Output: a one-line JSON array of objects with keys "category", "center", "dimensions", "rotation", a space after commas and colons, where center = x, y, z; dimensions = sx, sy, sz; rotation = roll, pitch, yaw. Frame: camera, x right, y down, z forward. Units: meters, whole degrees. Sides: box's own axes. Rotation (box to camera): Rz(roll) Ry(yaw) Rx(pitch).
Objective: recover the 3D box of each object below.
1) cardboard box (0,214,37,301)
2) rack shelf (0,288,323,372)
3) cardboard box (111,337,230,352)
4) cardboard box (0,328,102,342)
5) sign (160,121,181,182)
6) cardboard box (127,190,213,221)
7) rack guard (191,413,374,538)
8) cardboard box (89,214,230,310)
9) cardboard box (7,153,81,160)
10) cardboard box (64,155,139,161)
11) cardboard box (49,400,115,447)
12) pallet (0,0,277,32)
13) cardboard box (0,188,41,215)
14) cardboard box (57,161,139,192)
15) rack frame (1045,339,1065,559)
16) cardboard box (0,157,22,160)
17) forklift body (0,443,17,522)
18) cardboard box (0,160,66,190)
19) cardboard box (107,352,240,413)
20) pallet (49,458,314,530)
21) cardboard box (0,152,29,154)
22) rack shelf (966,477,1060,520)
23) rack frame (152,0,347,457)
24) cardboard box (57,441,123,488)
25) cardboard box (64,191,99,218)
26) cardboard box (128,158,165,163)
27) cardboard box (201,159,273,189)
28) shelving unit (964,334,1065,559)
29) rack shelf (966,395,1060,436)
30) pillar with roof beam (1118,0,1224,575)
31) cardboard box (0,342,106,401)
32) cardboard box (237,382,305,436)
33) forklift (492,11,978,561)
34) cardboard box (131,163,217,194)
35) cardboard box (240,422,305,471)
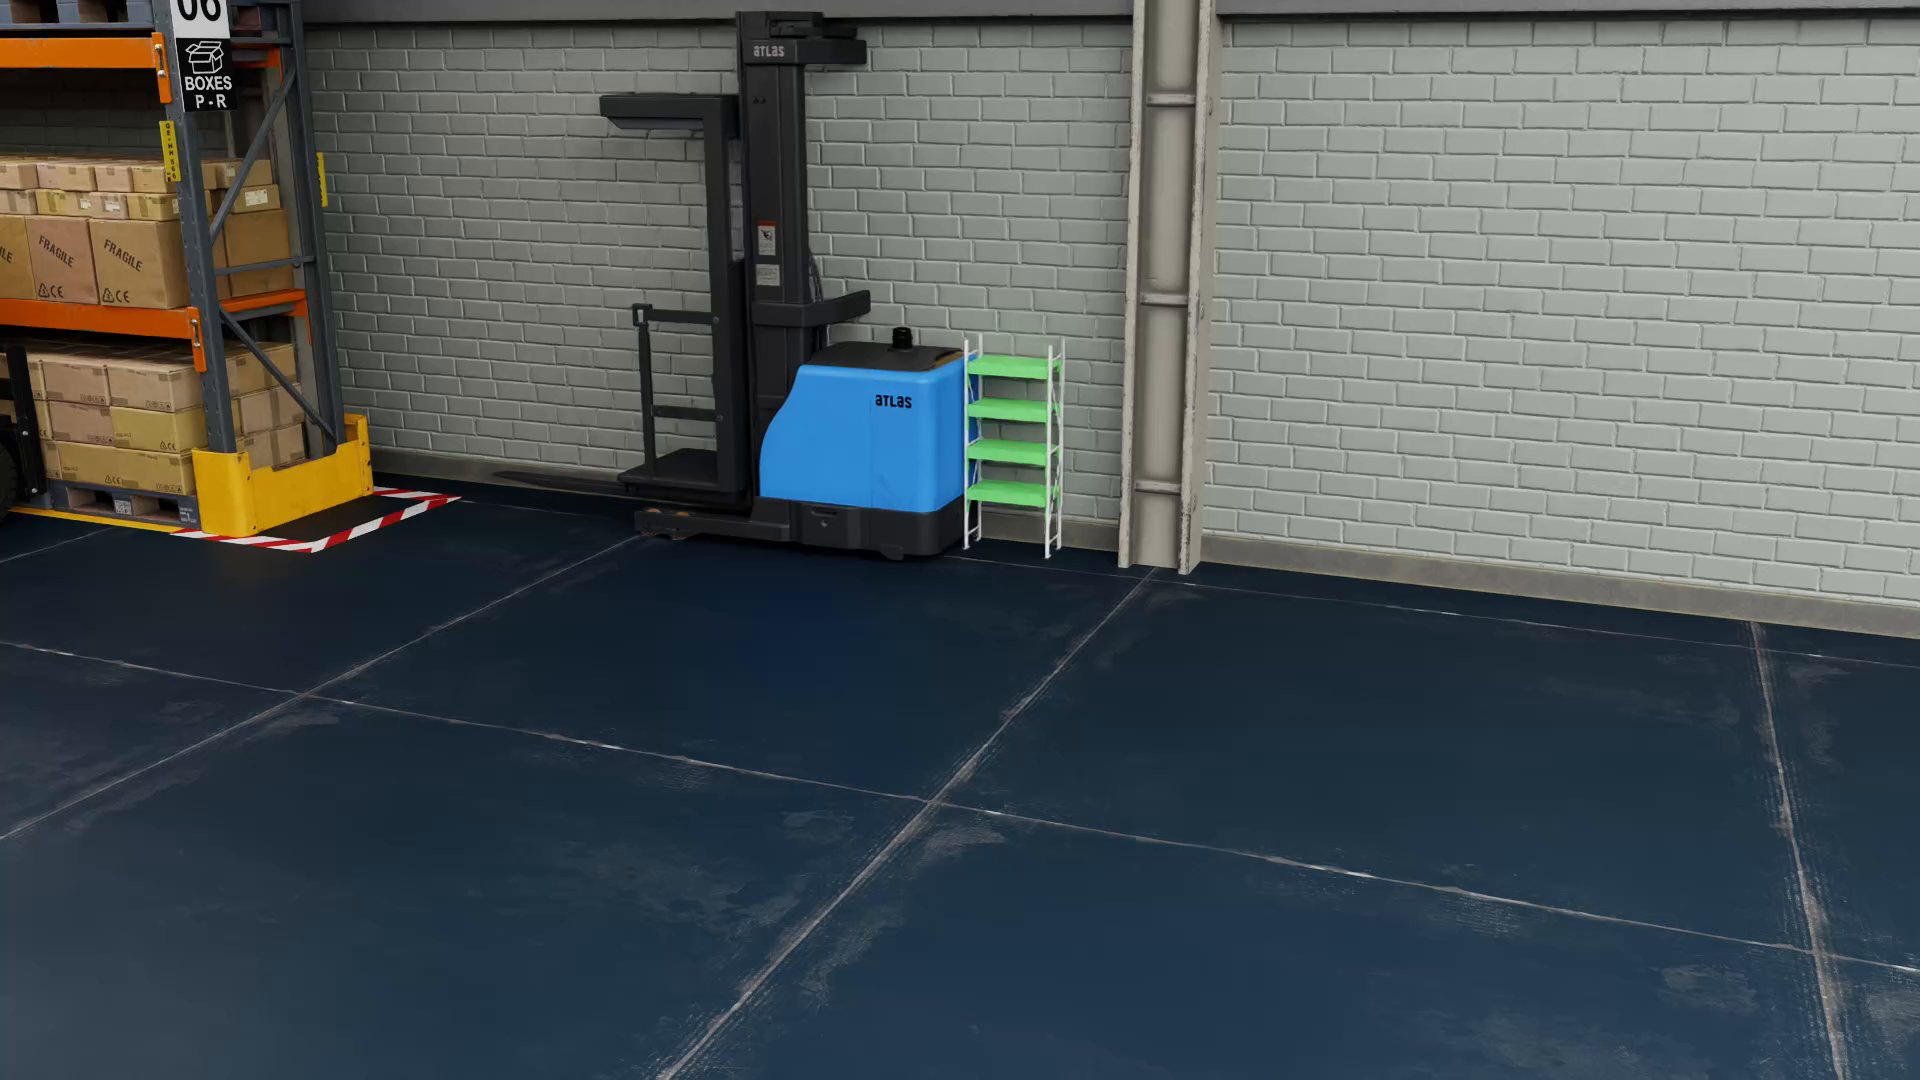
[{"category": "cardboard box", "center": [-5.666, -1.759, 10.174], "dimensions": [0.500, 0.500, 0.500], "rotation": [6, 17, 20]}, {"category": "rack shelf", "center": [-6.016, -1.480, 10.683], "dimensions": [4.000, 0.370, 1.077], "rotation": [6, 17, 21]}, {"category": "cardboard box", "center": [-5.000, -1.131, 10.574], "dimensions": [0.500, 0.250, 0.500], "rotation": [6, 17, 21]}, {"category": "cardboard box", "center": [-5.935, -1.239, 10.947], "dimensions": [0.500, 0.250, 0.500], "rotation": [6, 17, 20]}, {"category": "sign", "center": [-4.368, -2.152, 9.203], "dimensions": [0.005, 0.325, 0.100], "rotation": [6, 17, 21]}, {"category": "cardboard box", "center": [-4.581, -1.943, 9.645], "dimensions": [0.250, 0.149, 0.380], "rotation": [7, 17, 21]}, {"category": "rack guard", "center": [-4.134, -0.418, 10.218], "dimensions": [0.348, 0.500, 1.175], "rotation": [6, 17, 21]}, {"category": "cardboard box", "center": [-4.710, -1.651, 9.802], "dimensions": [0.500, 0.500, 0.500], "rotation": [6, 17, 19]}, {"category": "cardboard box", "center": [-5.818, -2.379, 10.611], "dimensions": [0.250, 0.149, 0.380], "rotation": [6, 17, 21]}, {"category": "cardboard box", "center": [-5.351, -2.322, 10.415], "dimensions": [0.250, 0.149, 0.380], "rotation": [7, 18, 22]}, {"category": "cardboard box", "center": [-5.186, -0.765, 10.211], "dimensions": [0.500, 0.250, 0.500], "rotation": [6, 17, 20]}, {"category": "pallet", "center": [-4.804, -3.098, 9.744], "dimensions": [1.213, 0.211, 1.003], "rotation": [6, 17, 21]}, {"category": "cardboard box", "center": [-5.541, -2.048, 10.004], "dimensions": [0.250, 0.149, 0.380], "rotation": [6, 17, 19]}, {"category": "cardboard box", "center": [-5.061, -2.142, 9.797], "dimensions": [0.250, 0.149, 0.380], "rotation": [7, 17, 22]}, {"category": "rack frame", "center": [0.529, -0.503, 9.255], "dimensions": [0.015, 1.200, 0.240], "rotation": [6, 17, 20]}, {"category": "cardboard box", "center": [-5.996, -2.261, 10.205], "dimensions": [0.250, 0.149, 0.380], "rotation": [7, 17, 21]}, {"category": "forklift body", "center": [-6.589, -0.934, 9.034], "dimensions": [1.214, 2.155, 2.313], "rotation": [6, 17, 21]}, {"category": "cardboard box", "center": [-5.548, -2.185, 9.944], "dimensions": [0.250, 0.149, 0.380], "rotation": [7, 18, 22]}, {"category": "cardboard box", "center": [-4.699, -0.949, 9.947], "dimensions": [0.500, 0.250, 0.500], "rotation": [7, 18, 22]}, {"category": "pallet", "center": [-4.883, -0.349, 10.498], "dimensions": [1.213, 0.211, 1.003], "rotation": [6, 17, 21]}, {"category": "cardboard box", "center": [-6.290, -2.439, 10.818], "dimensions": [0.250, 0.149, 0.380], "rotation": [6, 17, 20]}, {"category": "rack shelf", "center": [0.302, -0.236, 9.425], "dimensions": [0.480, 0.148, 0.258], "rotation": [6, 17, 20]}, {"category": "rack frame", "center": [-4.156, -1.621, 9.878], "dimensions": [0.127, 3.000, 1.000], "rotation": [6, 17, 21]}, {"category": "cardboard box", "center": [-5.168, -0.522, 10.269], "dimensions": [0.500, 0.250, 0.500], "rotation": [6, 17, 21]}, {"category": "cardboard box", "center": [-5.049, -2.004, 9.855], "dimensions": [0.250, 0.149, 0.380], "rotation": [7, 17, 22]}, {"category": "cardboard box", "center": [-4.872, -2.272, 10.244], "dimensions": [0.250, 0.149, 0.380], "rotation": [7, 17, 22]}, {"category": "cardboard box", "center": [-4.390, -2.213, 10.041], "dimensions": [0.250, 0.149, 0.380], "rotation": [6, 17, 20]}, {"category": "shelving unit", "center": [0.302, -0.528, 9.340], "dimensions": [0.503, 1.200, 0.258], "rotation": [6, 17, 20]}, {"category": "rack shelf", "center": [0.302, -0.697, 9.291], "dimensions": [0.480, 0.148, 0.258], "rotation": [6, 17, 20]}, {"category": "pillar with roof beam", "center": [-0.471, -3.077, 4.131], "dimensions": [0.400, 9.000, 9.100], "rotation": [6, 17, 21]}, {"category": "cardboard box", "center": [-5.649, -1.048, 10.290], "dimensions": [0.500, 0.250, 0.500], "rotation": [7, 17, 21]}, {"category": "cardboard box", "center": [-4.517, -0.844, 10.484], "dimensions": [0.500, 0.250, 0.500], "rotation": [7, 17, 22]}, {"category": "forklift", "center": [-1.365, -1.533, 9.698], "dimensions": [3.031, 2.935, 1.130], "rotation": [6, 17, 20]}, {"category": "cardboard box", "center": [-4.566, -2.105, 9.670], "dimensions": [0.250, 0.149, 0.380], "rotation": [6, 17, 21]}, {"category": "cardboard box", "center": [-4.541, -0.603, 10.550], "dimensions": [0.500, 0.250, 0.500], "rotation": [6, 17, 21]}]
